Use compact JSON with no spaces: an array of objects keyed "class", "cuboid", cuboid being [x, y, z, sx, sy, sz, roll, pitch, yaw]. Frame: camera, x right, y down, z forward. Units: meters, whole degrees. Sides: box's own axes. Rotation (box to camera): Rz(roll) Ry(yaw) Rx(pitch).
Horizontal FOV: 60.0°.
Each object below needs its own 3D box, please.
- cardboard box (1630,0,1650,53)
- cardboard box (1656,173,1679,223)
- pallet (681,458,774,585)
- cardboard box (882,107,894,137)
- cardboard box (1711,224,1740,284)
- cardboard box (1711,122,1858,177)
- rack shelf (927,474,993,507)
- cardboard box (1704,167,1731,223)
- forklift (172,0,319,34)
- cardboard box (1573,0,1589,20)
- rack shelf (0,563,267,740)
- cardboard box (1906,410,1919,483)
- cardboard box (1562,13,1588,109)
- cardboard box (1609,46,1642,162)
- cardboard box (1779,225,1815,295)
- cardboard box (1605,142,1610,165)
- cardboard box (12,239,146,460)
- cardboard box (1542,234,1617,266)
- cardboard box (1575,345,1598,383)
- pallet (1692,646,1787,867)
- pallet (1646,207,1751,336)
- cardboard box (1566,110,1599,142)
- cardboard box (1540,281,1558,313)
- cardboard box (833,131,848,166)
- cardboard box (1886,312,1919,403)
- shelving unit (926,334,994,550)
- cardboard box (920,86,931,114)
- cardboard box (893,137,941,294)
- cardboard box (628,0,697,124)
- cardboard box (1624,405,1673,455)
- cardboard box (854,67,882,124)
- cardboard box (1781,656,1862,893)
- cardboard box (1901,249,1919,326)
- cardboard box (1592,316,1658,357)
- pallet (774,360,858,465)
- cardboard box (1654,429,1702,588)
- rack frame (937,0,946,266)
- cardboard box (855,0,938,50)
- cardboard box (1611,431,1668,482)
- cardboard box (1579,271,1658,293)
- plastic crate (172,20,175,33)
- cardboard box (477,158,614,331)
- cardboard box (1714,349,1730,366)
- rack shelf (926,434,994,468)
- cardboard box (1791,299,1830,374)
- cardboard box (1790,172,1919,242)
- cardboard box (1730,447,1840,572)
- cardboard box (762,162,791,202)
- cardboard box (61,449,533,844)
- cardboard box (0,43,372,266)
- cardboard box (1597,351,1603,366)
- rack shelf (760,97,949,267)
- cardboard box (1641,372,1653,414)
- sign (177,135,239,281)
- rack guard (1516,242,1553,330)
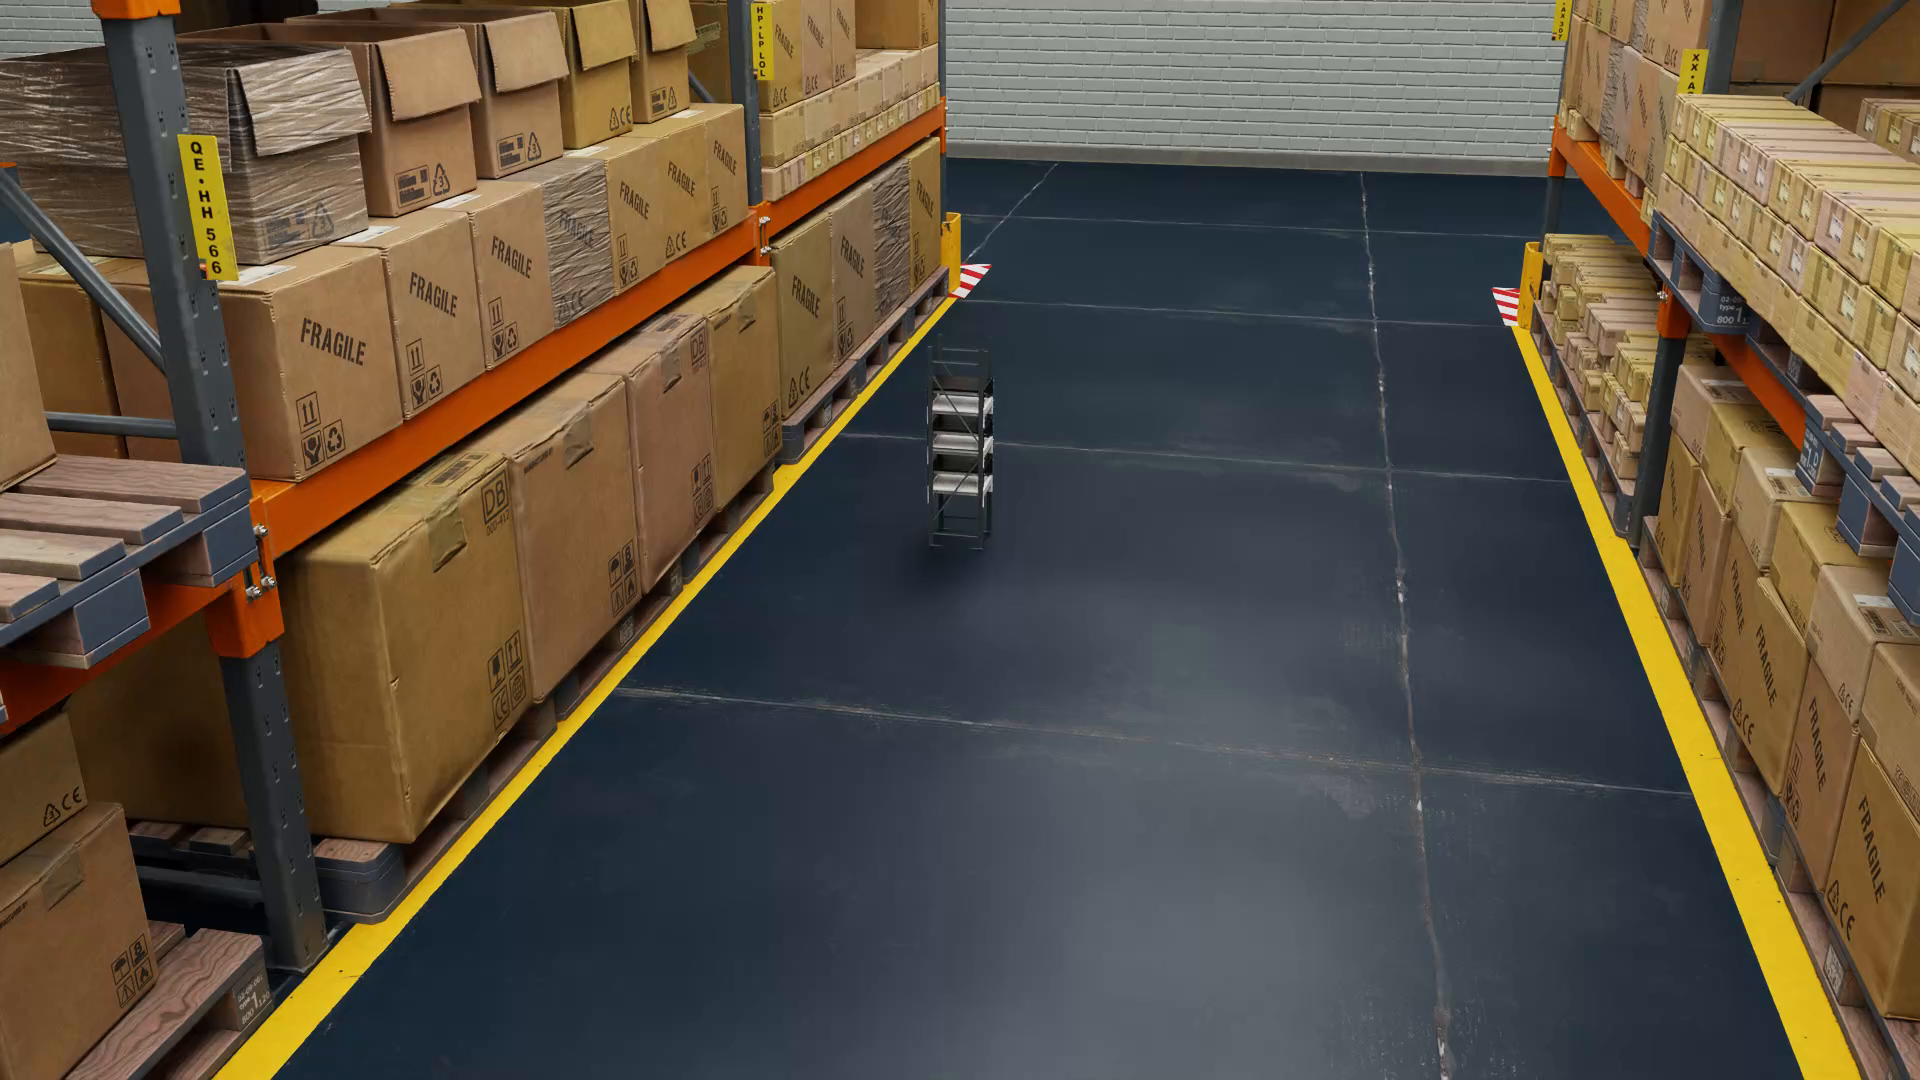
[{"class":"cardboard box","cuboid":[3.472,-2.548,7.793,0.500,0.500,0.500,5,22,12]},{"class":"cardboard box","cuboid":[2.892,-1.301,6.342,0.380,0.149,0.250,3,22,8]},{"class":"pallet","cuboid":[-1.496,-0.165,7.480,1.003,0.211,1.213,4,22,11]},{"class":"cardboard box","cuboid":[-0.606,-2.469,9.805,0.380,0.149,0.250,5,22,11]},{"class":"cardboard box","cuboid":[2.682,-0.923,5.404,0.380,0.149,0.250,3,22,9]},{"class":"cardboard box","cuboid":[2.733,-1.289,5.518,0.380,0.149,0.250,4,22,10]},{"class":"rack shelf","cuboid":[0.002,-0.223,7.273,0.258,0.077,0.200,4,22,11]},{"class":"cardboard box","cuboid":[2.736,-1.154,5.580,0.380,0.149,0.250,4,22,9]},{"class":"forklift","cuboid":[-3.866,-1.851,8.027,1.130,2.935,3.031,19,29,39]},{"class":"cardboard box","cuboid":[3.887,-3.298,9.658,0.500,0.500,0.500,4,22,11]},{"class":"rack shelf","cuboid":[-2.637,0.782,2.360,1.077,0.370,4.000,4,22,11]},{"class":"cardboard box","cuboid":[2.257,-0.162,3.515,0.380,0.149,0.250,5,22,12]},{"class":"cardboard box","cuboid":[3.876,-2.835,9.847,0.500,0.500,0.500,6,23,13]},{"class":"cardboard box","cuboid":[3.454,-2.086,7.985,0.500,0.500,0.500,4,22,11]},{"class":"cardboard box","cuboid":[2.522,-0.772,4.631,0.380,0.149,0.250,5,22,12]},{"class":"cardboard box","cuboid":[3.583,-2.010,8.665,0.380,0.149,0.250,5,23,13]},{"class":"cardboard box","cuboid":[-2.371,-0.529,4.519,0.500,0.500,0.500,5,23,13]},{"class":"cardboard box","cuboid":[3.799,-1.777,10.208,0.380,0.149,0.250,3,22,8]},{"class":"cardboard box","cuboid":[3.516,-0.933,8.908,0.380,0.149,0.250,4,22,11]},{"class":"pallet","cuboid":[3.018,0.695,5.346,1.003,0.211,1.213,4,22,11]},{"class":"pallet","cuboid":[3.124,-0.974,6.013,1.003,0.211,1.213,4,22,11]},{"class":"cardboard box","cuboid":[3.733,-2.394,9.618,0.380,0.149,0.250,4,22,9]},{"class":"cardboard box","cuboid":[3.818,-1.499,10.315,0.380,0.149,0.250,5,22,12]},{"class":"cardboard box","cuboid":[-0.816,-2.095,8.876,0.380,0.149,0.250,4,22,10]},{"class":"cardboard box","cuboid":[2.314,-0.398,3.702,0.380,0.149,0.250,5,23,13]},{"class":"shelving unit","cuboid":[0.002,-0.420,7.193,0.258,0.900,0.210,4,22,11]},{"class":"cardboard box","cuboid":[-0.398,-2.842,10.732,0.380,0.149,0.250,5,22,11]},{"class":"cardboard box","cuboid":[-0.649,-2.178,11.029,0.875,0.875,0.875,4,22,11]},{"class":"cardboard box","cuboid":[-1.535,-2.024,6.887,0.797,0.503,0.637,4,22,10]},{"class":"cardboard box","cuboid":[3.175,-0.481,7.389,0.380,0.149,0.250,5,22,12]},{"class":"cardboard box","cuboid":[-0.745,-2.518,9.392,0.500,0.250,0.500,4,22,11]},{"class":"cardboard box","cuboid":[2.594,0.646,4.518,0.500,0.500,0.500,5,23,13]},{"class":"cardboard box","cuboid":[2.311,-0.528,3.628,0.380,0.149,0.250,4,22,10]},{"class":"cardboard box","cuboid":[3.391,-1.013,8.310,0.380,0.149,0.250,3,22,8]},{"class":"pallet","cuboid":[-1.181,-0.725,8.871,1.003,0.211,1.213,4,22,11]},{"class":"cardboard box","cuboid":[3.012,-0.117,6.412,0.500,0.500,0.500,5,23,13]},{"class":"rack frame","cuboid":[-0.596,-3.209,11.307,1.000,3.000,0.127,4,22,11]},{"class":"cardboard box","cuboid":[-0.439,-3.427,10.647,0.500,0.500,0.500,5,22,12]},{"class":"cardboard box","cuboid":[3.169,-0.373,7.519,0.380,0.149,0.250,5,22,12]},{"class":"cardboard box","cuboid":[3.648,-1.387,9.239,0.380,0.149,0.250,5,23,13]},{"class":"plastic crate","cuboid":[-5.331,-3.494,11.887,0.616,0.435,0.499,4,22,11]},{"class":"cardboard box","cuboid":[-1.555,-1.046,5.802,0.500,0.500,0.500,5,22,11]},{"class":"cardboard box","cuboid":[3.844,-0.879,7.980,0.380,0.149,0.250,4,22,10]},{"class":"rack shelf","cuboid":[0.002,-0.389,7.205,0.258,0.077,0.200,4,22,11]},{"class":"cardboard box","cuboid":[2.469,-0.536,4.444,0.380,0.149,0.250,3,22,9]},{"class":"cardboard box","cuboid":[2.523,-0.910,4.575,0.380,0.149,0.250,6,23,14]},{"class":"cardboard box","cuboid":[2.798,-0.083,5.325,0.500,0.250,0.500,5,23,13]},{"class":"cardboard box","cuboid":[-1.027,-1.713,7.927,0.380,0.149,0.250,5,22,11]},{"class":"cardboard box","cuboid":[-2.068,0.257,4.983,1.225,0.875,0.875,3,22,8]},{"class":"cardboard box","cuboid":[-2.064,-1.061,4.497,0.797,0.503,0.637,5,23,13]},{"class":"cardboard box","cuboid":[3.510,-0.956,8.567,0.380,0.149,0.250,3,22,8]},{"class":"rack shelf","cuboid":[-1.005,-2.144,9.625,1.077,0.370,4.000,4,22,11]},{"class":"cardboard box","cuboid":[3.240,-0.630,7.359,0.380,0.149,0.250,5,22,12]},{"class":"sign","cuboid":[-1.696,-0.746,3.747,0.100,0.325,0.005,4,22,11]},{"class":"rack guard","cuboid":[4.223,-1.607,10.674,1.175,0.500,0.348,4,22,11]}]
